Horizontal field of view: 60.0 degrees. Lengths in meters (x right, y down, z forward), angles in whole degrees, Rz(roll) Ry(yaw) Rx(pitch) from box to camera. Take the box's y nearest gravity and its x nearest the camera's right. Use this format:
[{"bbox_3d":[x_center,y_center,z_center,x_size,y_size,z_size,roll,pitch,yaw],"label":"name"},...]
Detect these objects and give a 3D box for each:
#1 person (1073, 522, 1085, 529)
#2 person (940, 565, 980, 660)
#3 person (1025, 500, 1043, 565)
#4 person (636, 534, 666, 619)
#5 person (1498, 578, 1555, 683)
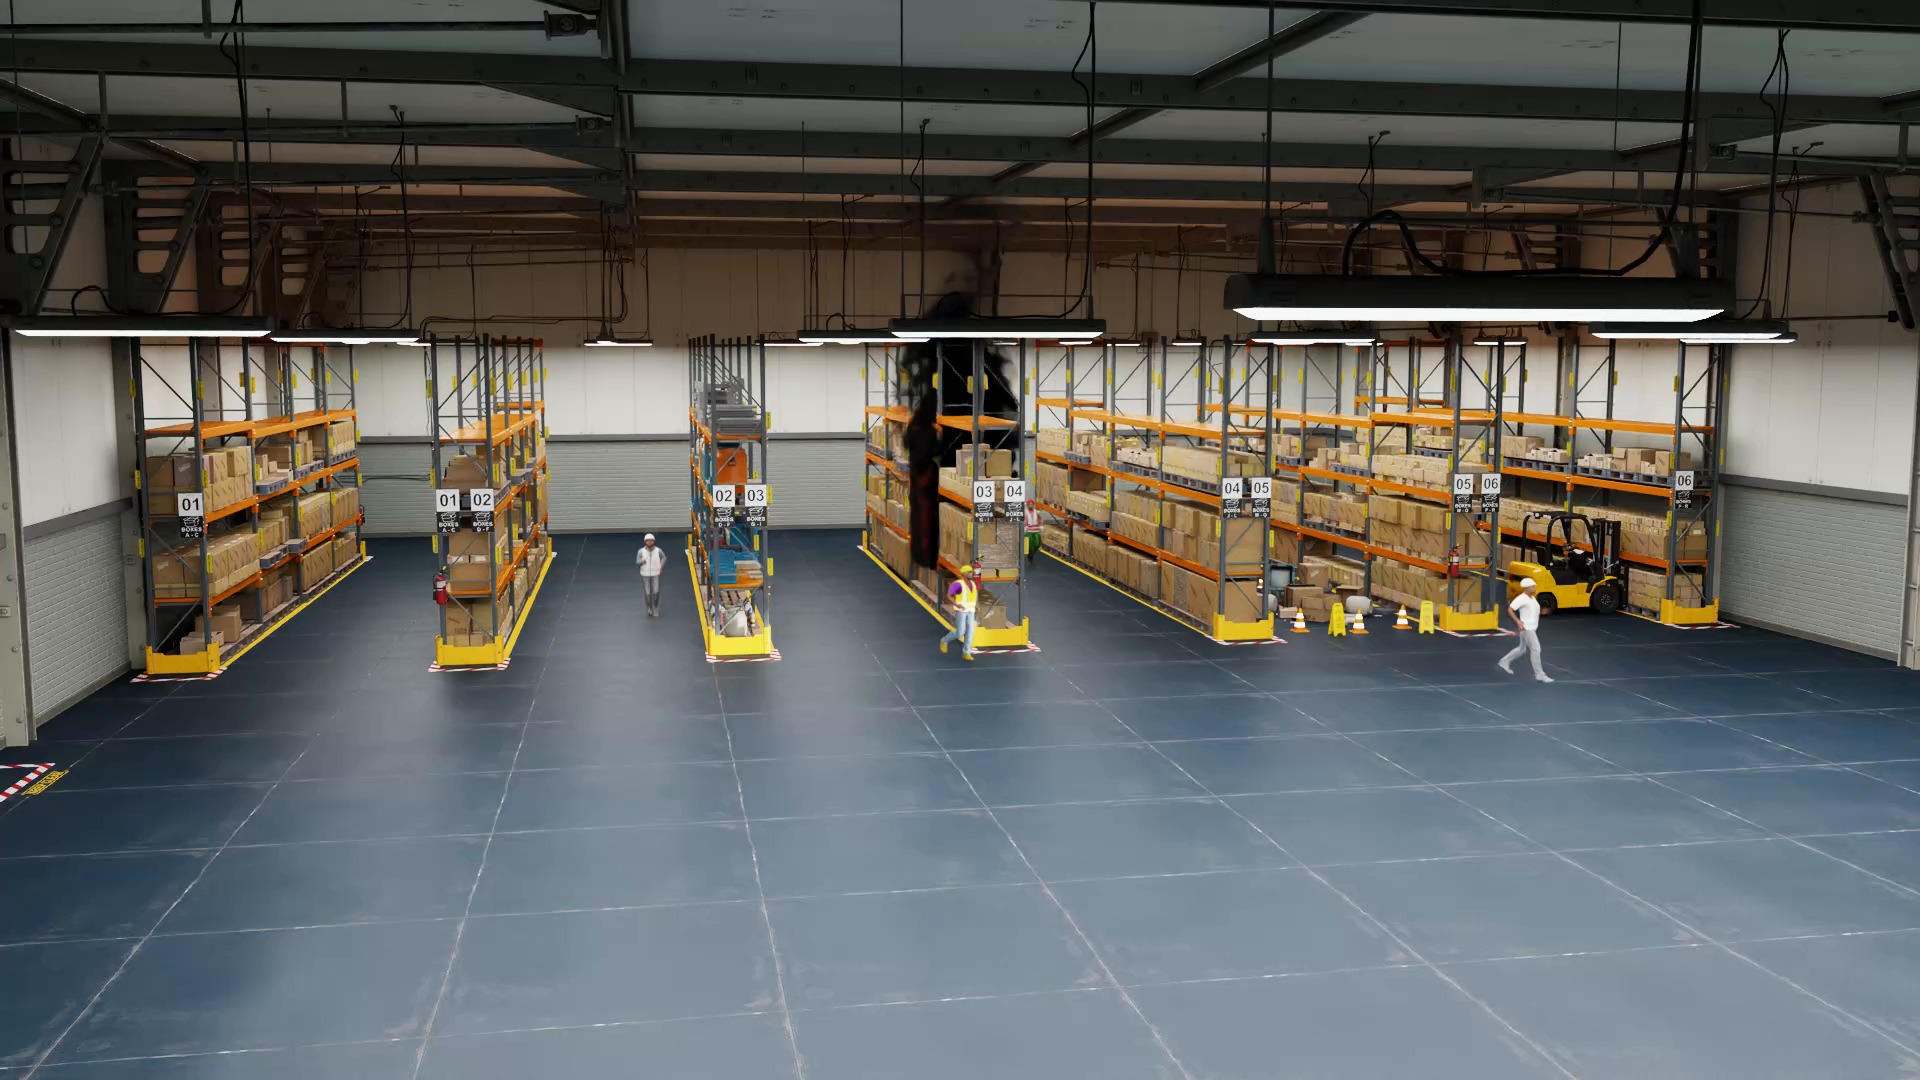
[{"bbox_3d":[3.521,-0.798,49.939,0.566,1.656,0.660,-6,9,-41],"label":"person"},{"bbox_3d":[0.101,1.331,30.914,0.764,1.719,0.867,-6,9,-42],"label":"person"},{"bbox_3d":[1.921,-0.200,44.162,0.669,1.742,0.518,-1,7,-8],"label":"person"},{"bbox_3d":[-6.617,0.774,35.602,0.637,1.814,0.711,-1,7,-8],"label":"person"},{"bbox_3d":[9.799,1.534,28.700,0.983,1.758,0.690,4,8,31],"label":"person"}]
